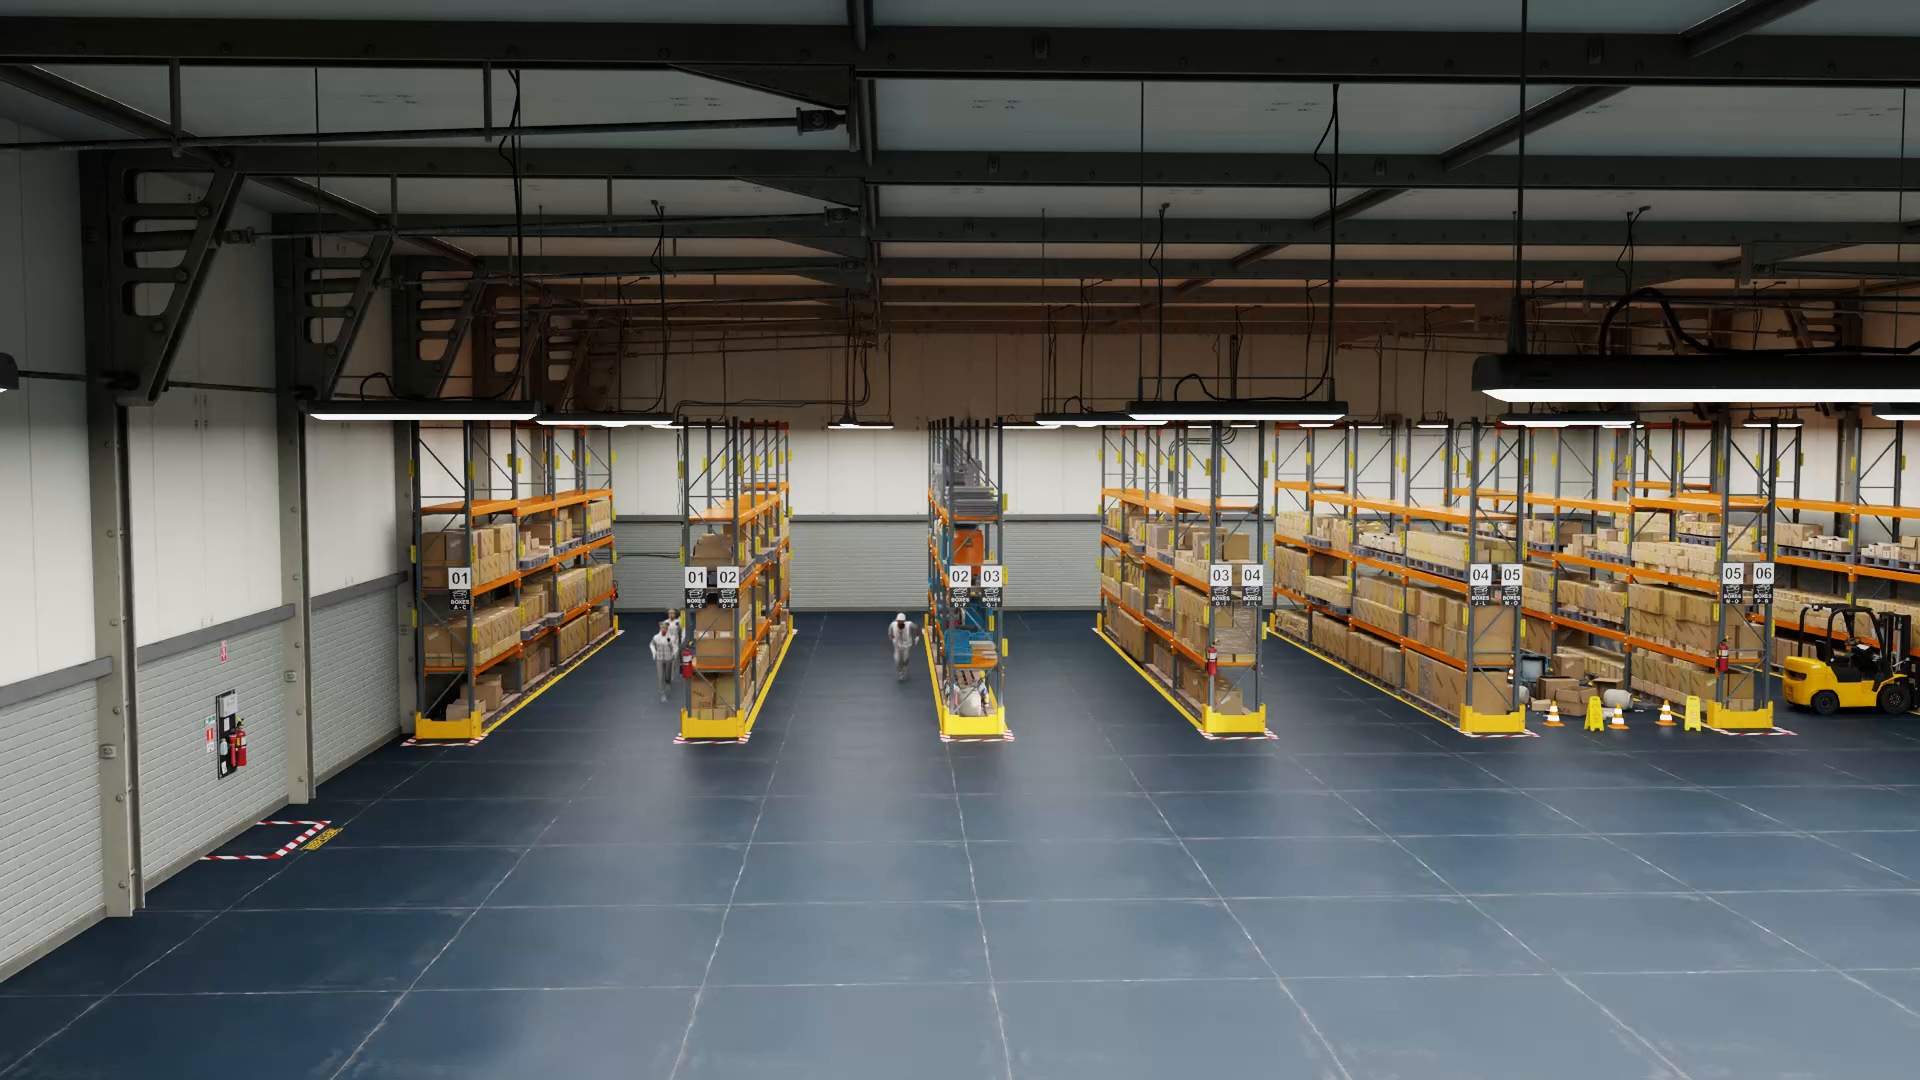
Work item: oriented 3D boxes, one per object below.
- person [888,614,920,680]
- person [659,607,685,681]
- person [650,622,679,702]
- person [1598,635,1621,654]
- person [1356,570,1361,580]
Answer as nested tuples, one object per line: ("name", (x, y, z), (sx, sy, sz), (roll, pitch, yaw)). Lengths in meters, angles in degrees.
("person", (-1.277, 2.450, 38.006), (0.711, 1.592, 0.823), (0, 4, 4))
("person", (-6.644, 2.384, 38.494), (0.632, 1.661, 0.861), (0, 4, -4))
("person", (-6.332, 2.576, 35.580), (0.618, 1.694, 0.827), (0, 4, -6))
("person", (16.403, 2.122, 41.980), (0.642, 1.787, 0.763), (-1, 4, -9))
("person", (11.827, 1.721, 49.256), (0.834, 1.609, 0.547), (0, 4, 6))
